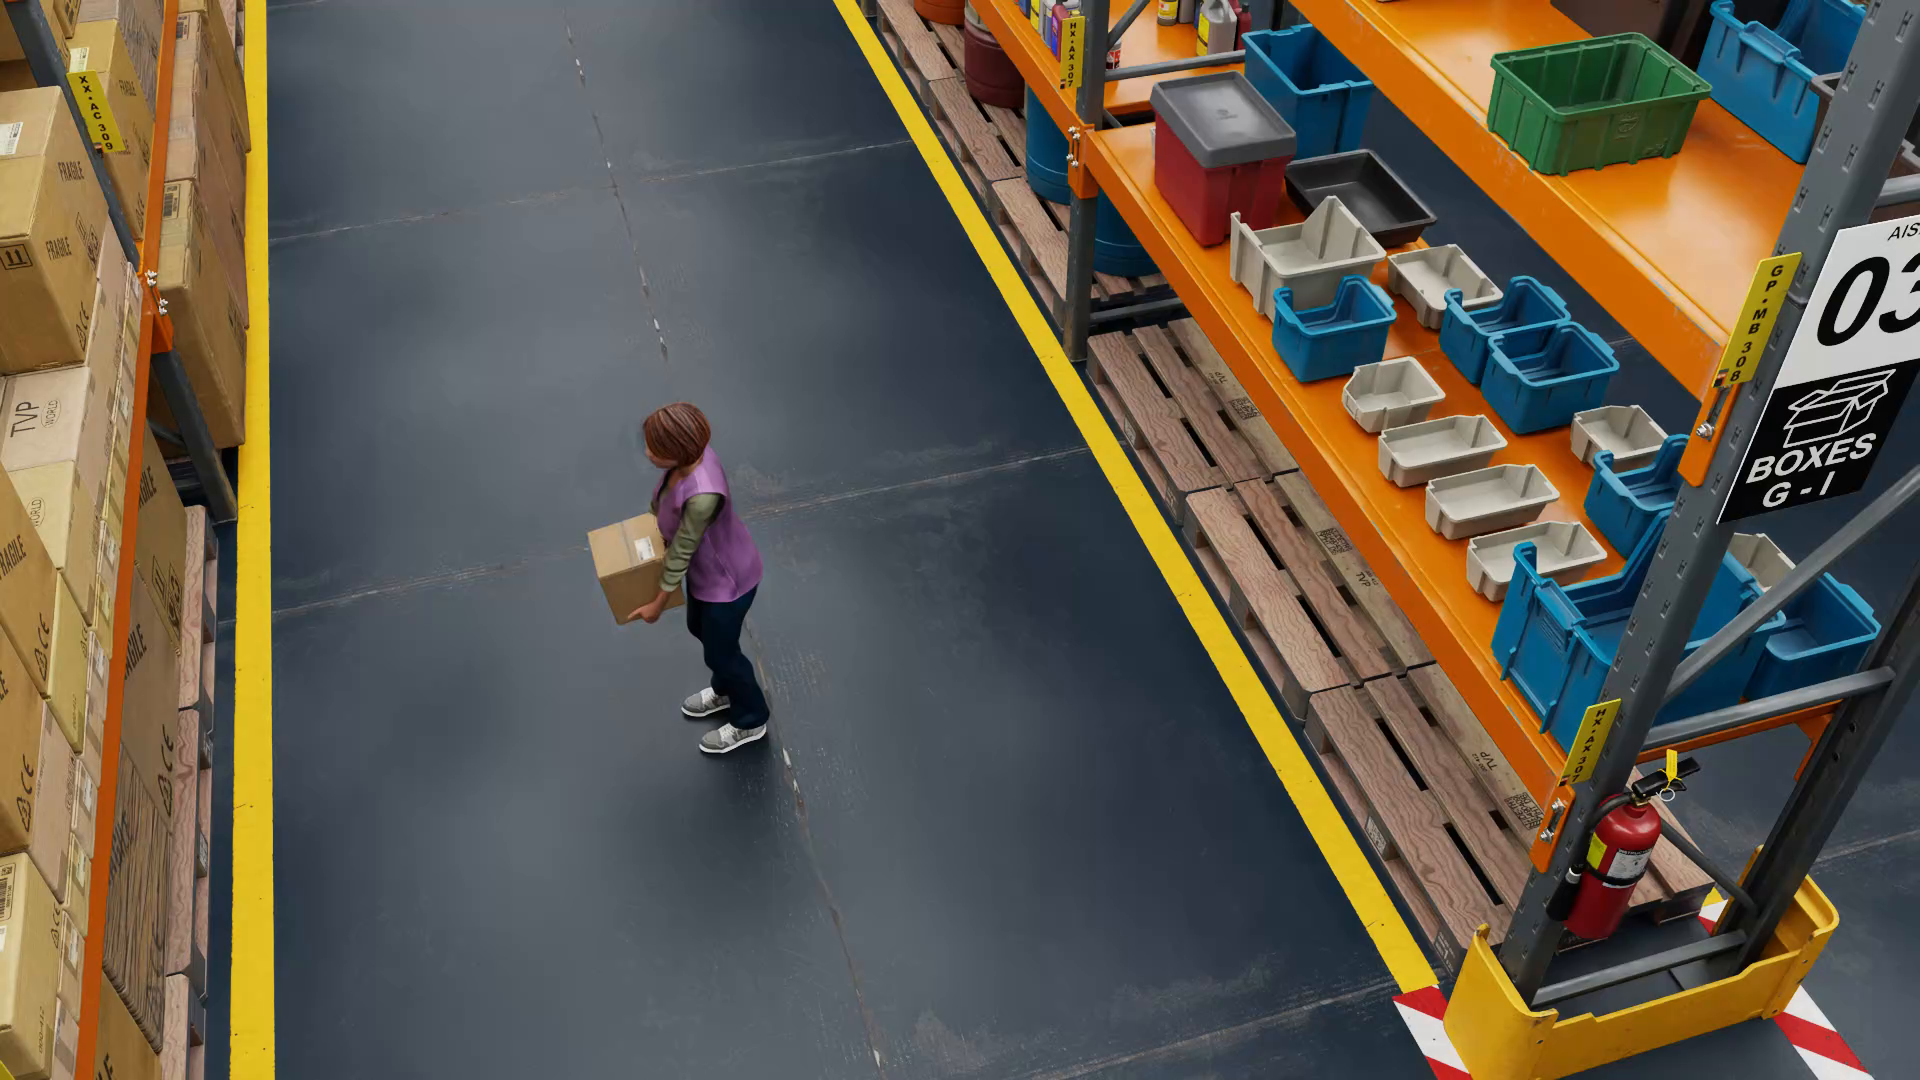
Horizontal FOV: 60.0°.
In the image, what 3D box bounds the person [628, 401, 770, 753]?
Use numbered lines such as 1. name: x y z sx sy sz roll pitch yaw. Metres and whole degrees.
1. person: -0.967 0.148 6.016 0.512 1.594 0.374 -13 44 -13
